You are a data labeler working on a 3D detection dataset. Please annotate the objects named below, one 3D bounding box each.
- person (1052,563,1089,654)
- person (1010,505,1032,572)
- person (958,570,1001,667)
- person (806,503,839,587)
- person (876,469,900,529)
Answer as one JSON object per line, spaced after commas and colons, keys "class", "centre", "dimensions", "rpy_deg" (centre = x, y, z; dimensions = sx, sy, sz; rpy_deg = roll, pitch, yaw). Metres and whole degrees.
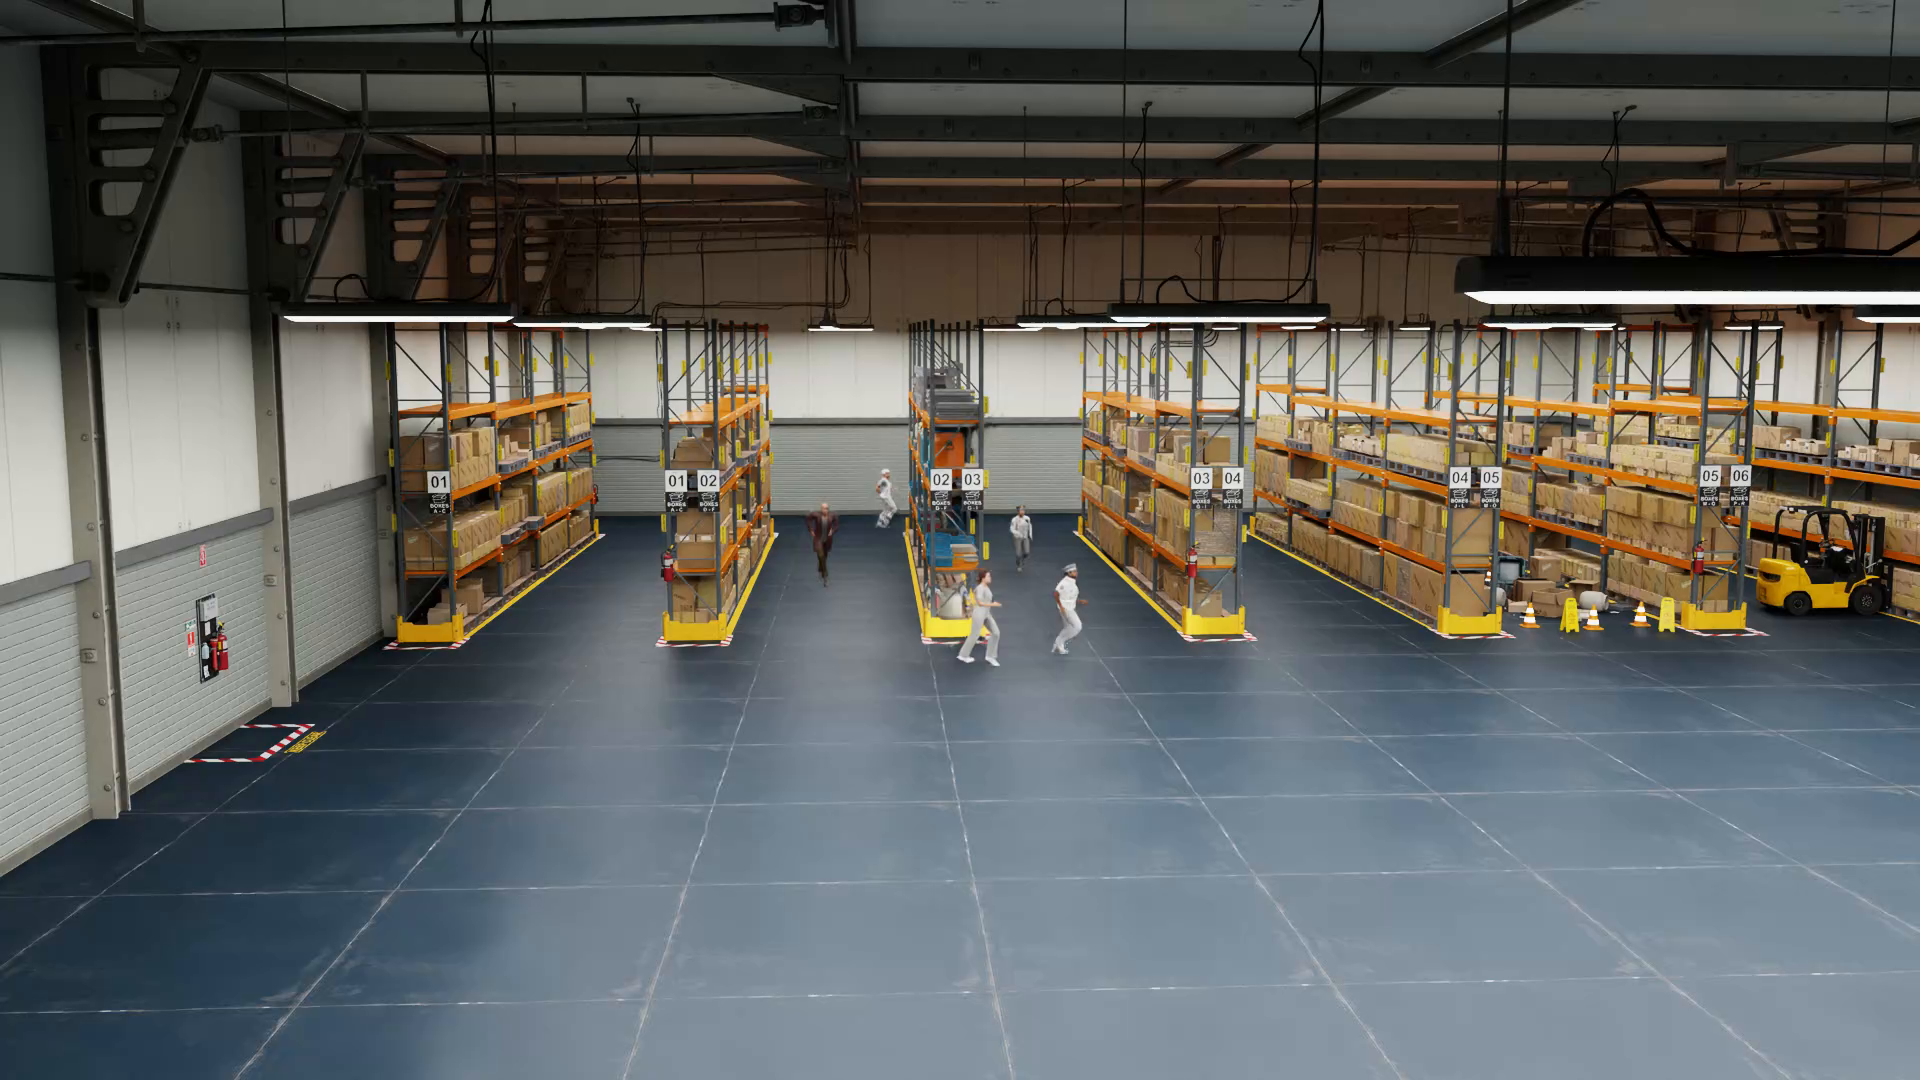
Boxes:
{"class": "person", "centre": [1.975, 1.233, 29.755], "dimensions": [0.659, 1.637, 0.557], "rpy_deg": [2, 7, 17]}
{"class": "person", "centre": [1.499, -0.035, 40.011], "dimensions": [0.592, 1.646, 0.633], "rpy_deg": [-2, 7, -14]}
{"class": "person", "centre": [0.358, 1.355, 28.759], "dimensions": [0.809, 1.710, 0.507], "rpy_deg": [3, 8, 23]}
{"class": "person", "centre": [-3.044, 0.120, 36.794], "dimensions": [0.729, 1.740, 0.971], "rpy_deg": [-2, 7, -14]}
{"class": "person", "centre": [-2.126, -1.203, 48.902], "dimensions": [0.706, 1.786, 0.649], "rpy_deg": [1, 7, 4]}
